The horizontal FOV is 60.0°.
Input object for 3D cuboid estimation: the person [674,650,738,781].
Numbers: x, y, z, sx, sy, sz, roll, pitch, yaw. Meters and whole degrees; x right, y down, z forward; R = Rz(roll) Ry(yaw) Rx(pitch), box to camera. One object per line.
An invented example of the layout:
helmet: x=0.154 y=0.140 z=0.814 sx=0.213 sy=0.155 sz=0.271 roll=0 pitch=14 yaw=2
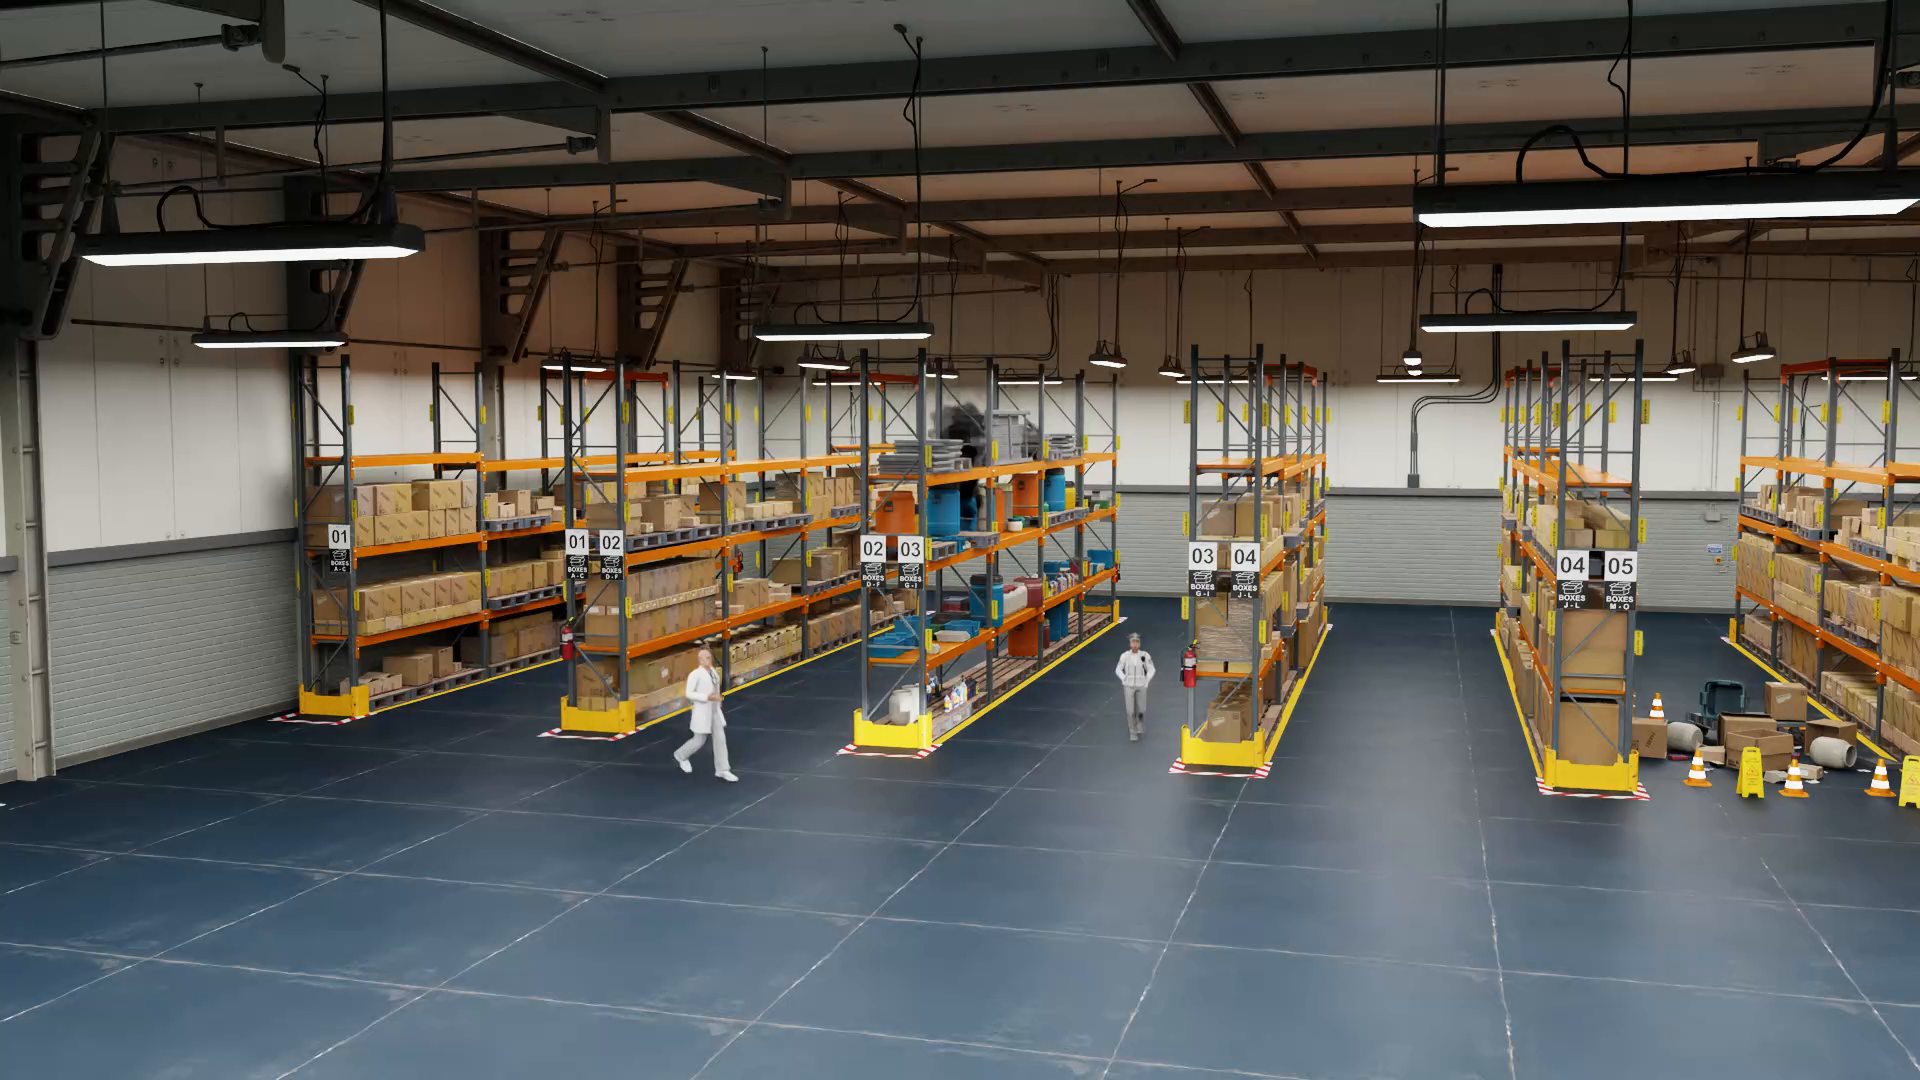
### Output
person: x=-3.500 y=2.388 z=22.790 sx=1.064 sy=1.780 sz=0.713 roll=3 pitch=5 yaw=35

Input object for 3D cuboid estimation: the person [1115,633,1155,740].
person: x=2.700 y=2.255 z=25.625 sx=0.611 sy=1.649 sz=0.548 roll=0 pitch=4 yaw=6
